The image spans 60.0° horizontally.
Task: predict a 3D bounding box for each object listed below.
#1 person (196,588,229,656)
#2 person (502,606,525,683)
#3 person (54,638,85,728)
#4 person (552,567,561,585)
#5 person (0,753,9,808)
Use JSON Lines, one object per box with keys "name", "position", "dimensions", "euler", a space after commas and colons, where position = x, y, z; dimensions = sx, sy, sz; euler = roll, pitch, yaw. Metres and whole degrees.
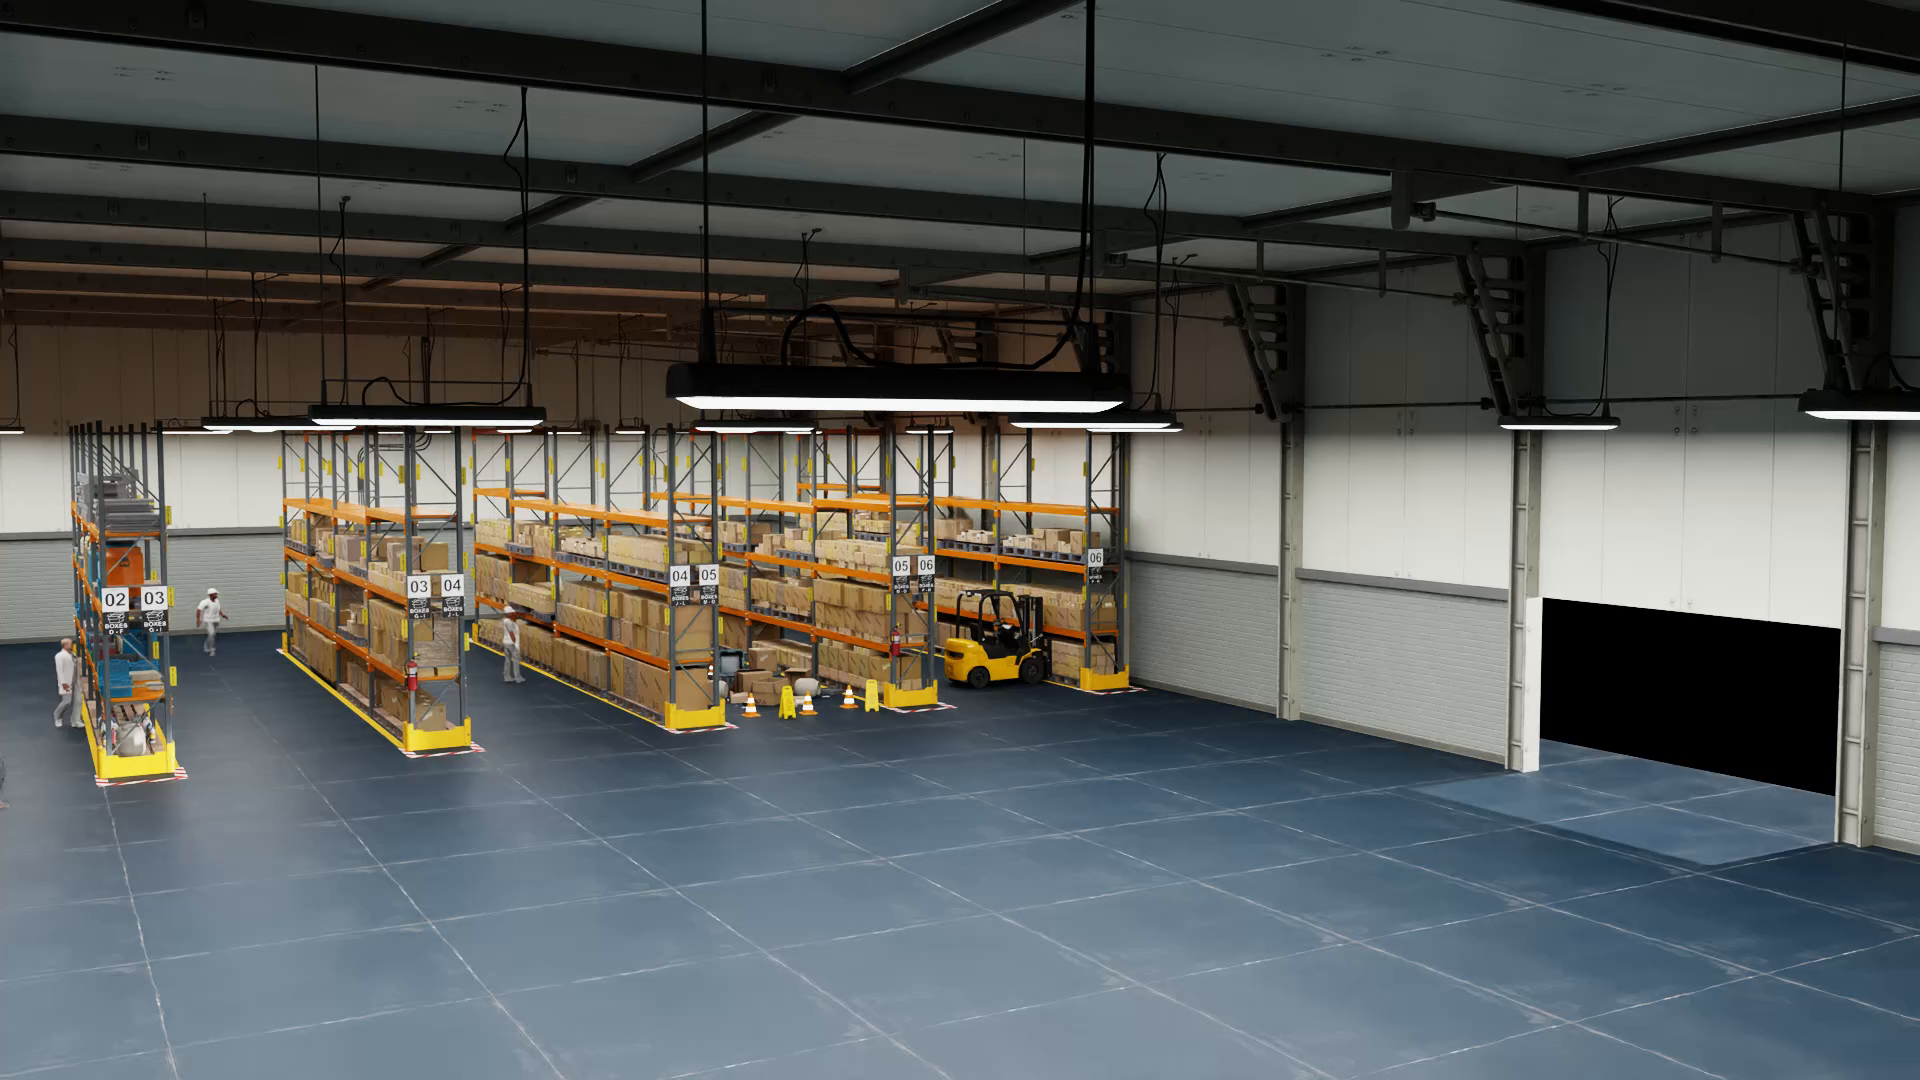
{"name": "person", "position": [-19.783, 2.174, 43.895], "dimensions": [0.868, 1.791, 0.747], "euler": [3, 4, 37]}
{"name": "person", "position": [-10.424, 2.433, 38.809], "dimensions": [0.508, 1.784, 0.632], "euler": [-3, 5, -42]}
{"name": "person", "position": [-17.602, 2.826, 32.897], "dimensions": [0.659, 1.761, 0.612], "euler": [1, 4, 19]}
{"name": "person", "position": [-12.481, 1.681, 51.160], "dimensions": [0.959, 1.770, 0.563], "euler": [2, 4, 26]}
{"name": "person", "position": [-14.976, 3.324, 25.548], "dimensions": [0.596, 1.618, 0.475], "euler": [0, 4, 2]}
